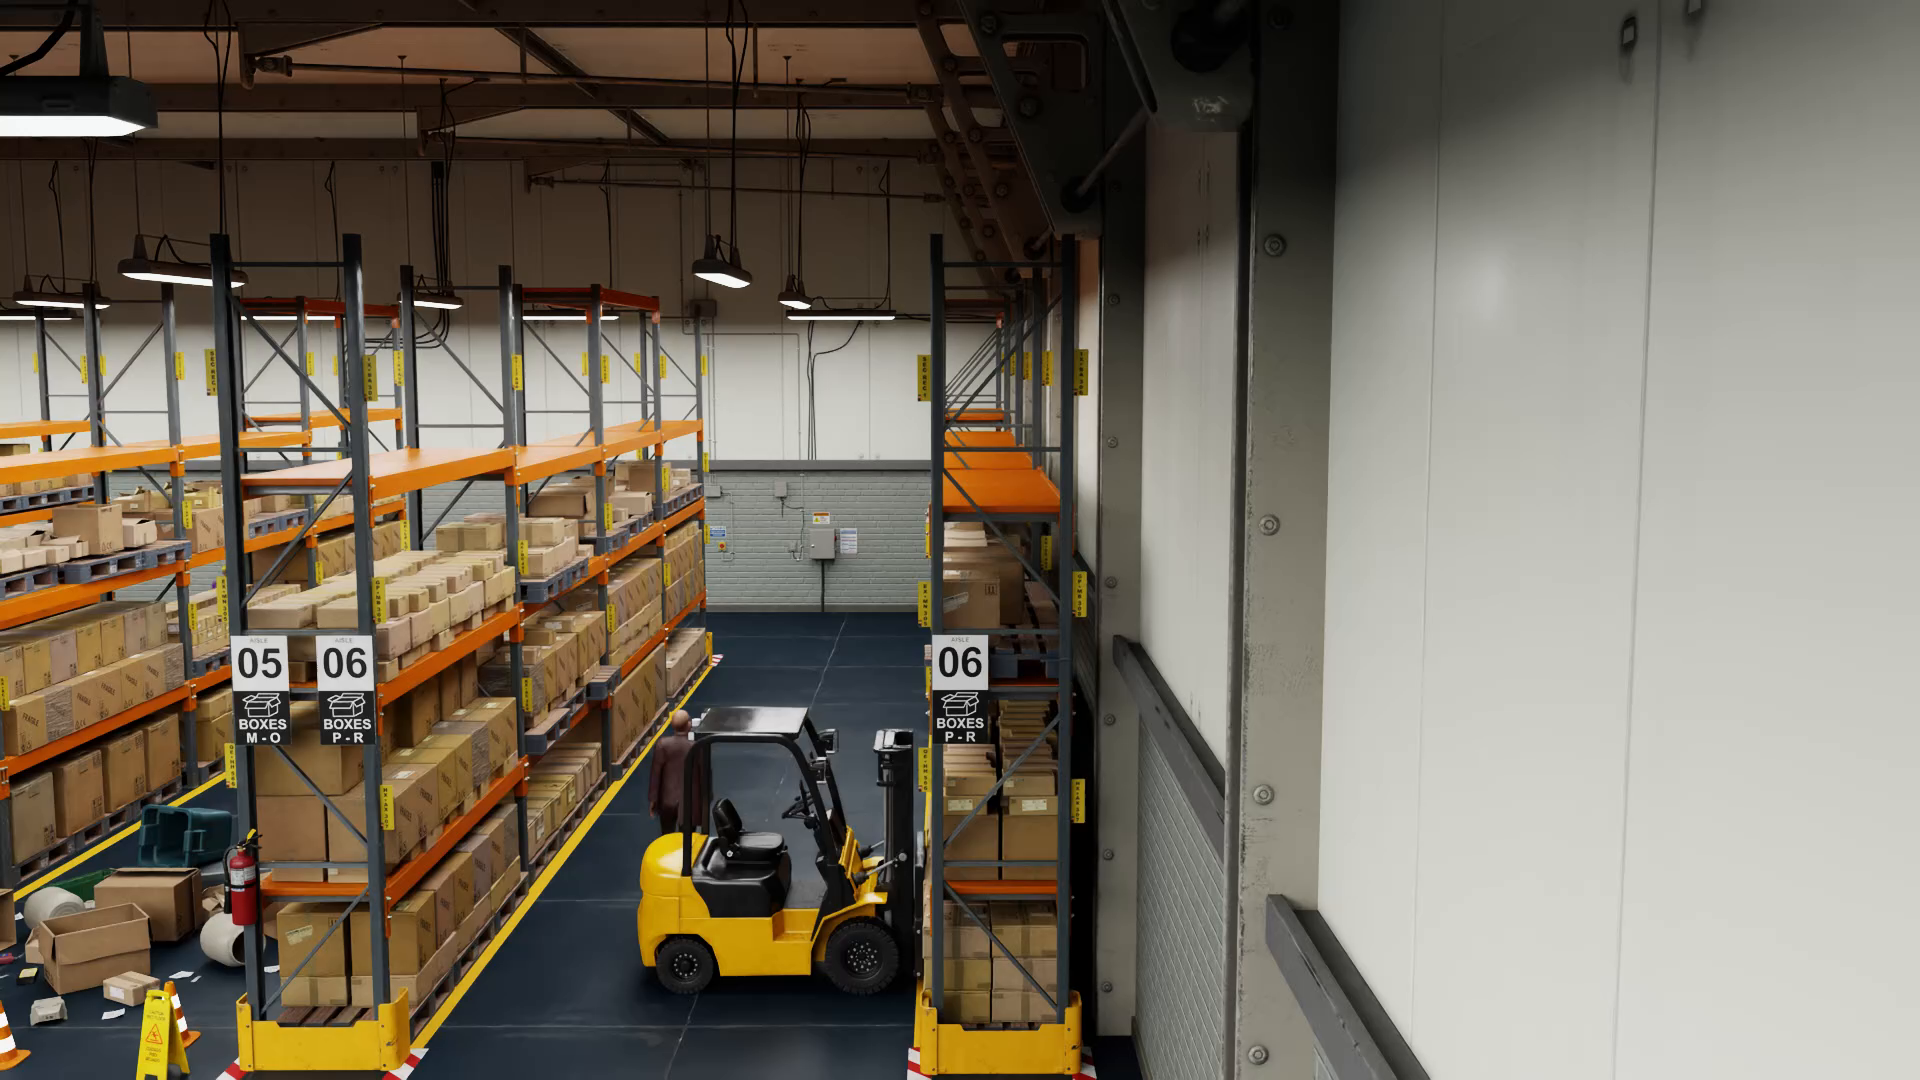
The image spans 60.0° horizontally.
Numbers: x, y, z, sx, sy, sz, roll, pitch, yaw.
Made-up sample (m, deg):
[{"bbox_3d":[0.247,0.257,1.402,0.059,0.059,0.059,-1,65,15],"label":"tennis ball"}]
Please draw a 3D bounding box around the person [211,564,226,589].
[{"bbox_3d":[-12.429,1.196,28.478,0.668,1.665,0.697,1,6,8],"label":"person"}]

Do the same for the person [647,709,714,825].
[{"bbox_3d":[-2.683,2.509,15.985,0.622,1.755,0.656,-1,6,-7],"label":"person"}]
